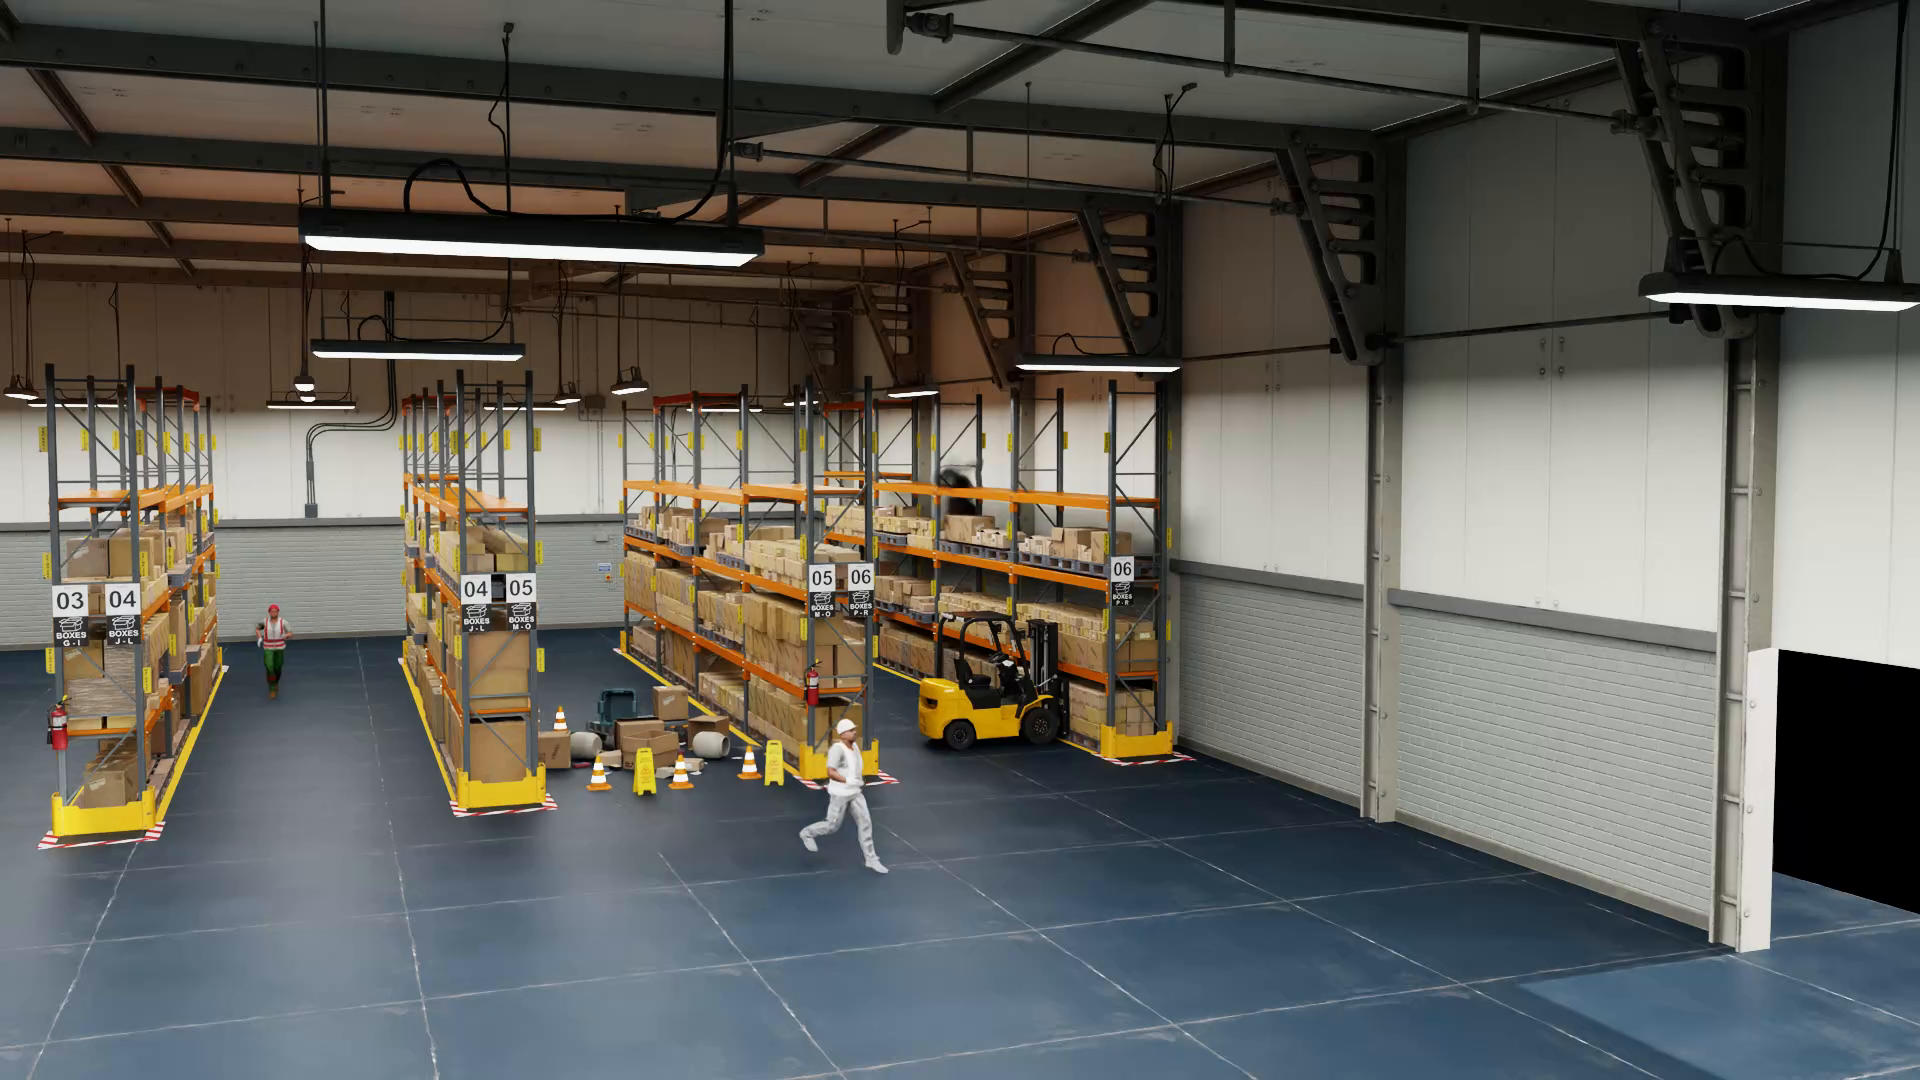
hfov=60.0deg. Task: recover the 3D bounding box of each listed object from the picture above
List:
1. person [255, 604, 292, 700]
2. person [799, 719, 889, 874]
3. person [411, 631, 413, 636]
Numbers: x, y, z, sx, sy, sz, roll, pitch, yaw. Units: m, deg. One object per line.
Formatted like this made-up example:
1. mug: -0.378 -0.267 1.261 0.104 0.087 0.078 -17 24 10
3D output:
1. person: -13.525 2.176 32.826 0.620 1.824 0.933 -2 4 -27
2. person: -1.378 2.985 19.482 1.160 1.781 0.648 2 4 31
3. person: -12.633 1.894 39.185 0.826 1.679 0.673 0 3 -4
